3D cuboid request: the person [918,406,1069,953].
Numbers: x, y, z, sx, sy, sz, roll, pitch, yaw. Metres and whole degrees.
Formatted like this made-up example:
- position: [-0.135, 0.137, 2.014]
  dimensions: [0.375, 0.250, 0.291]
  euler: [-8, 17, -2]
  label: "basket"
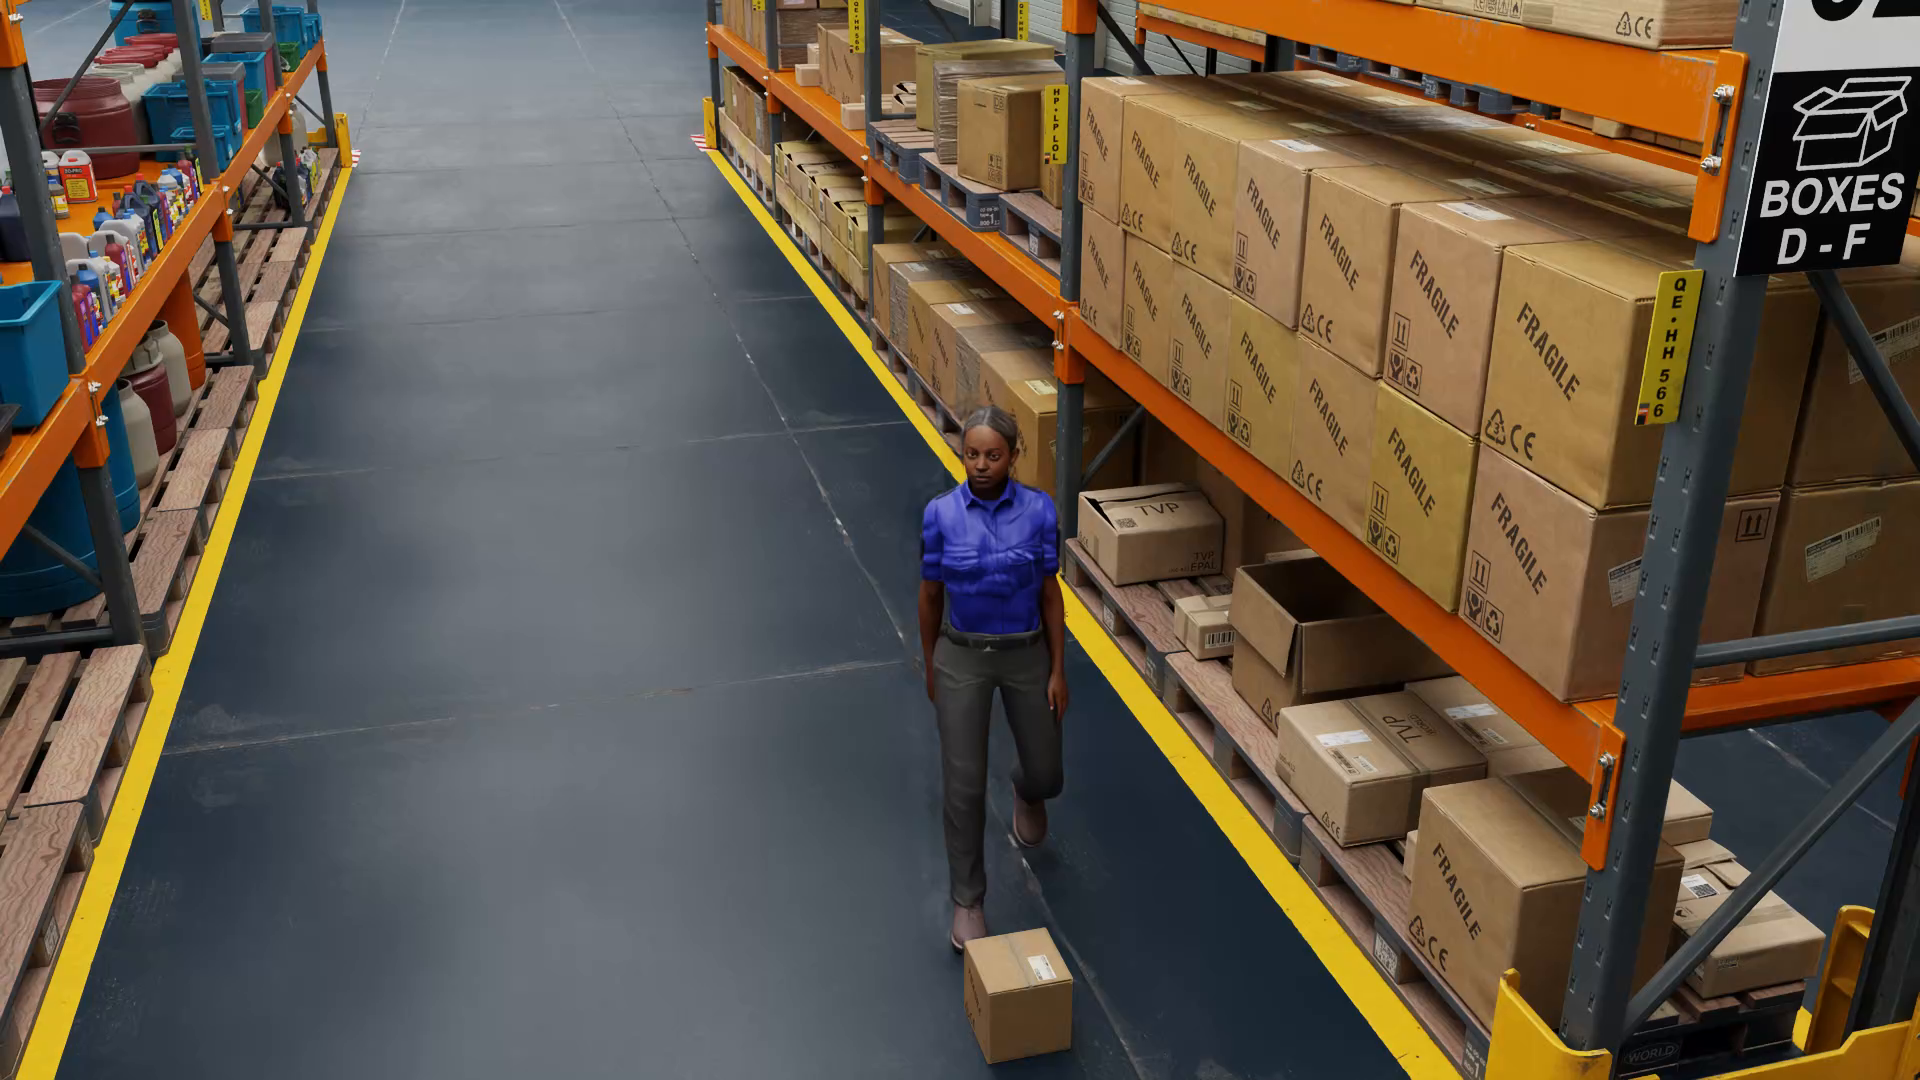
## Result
- position: [0.106, 0.399, 5.132]
  dimensions: [0.458, 1.619, 0.736]
  euler: [-2, 23, -4]
  label: "person"
